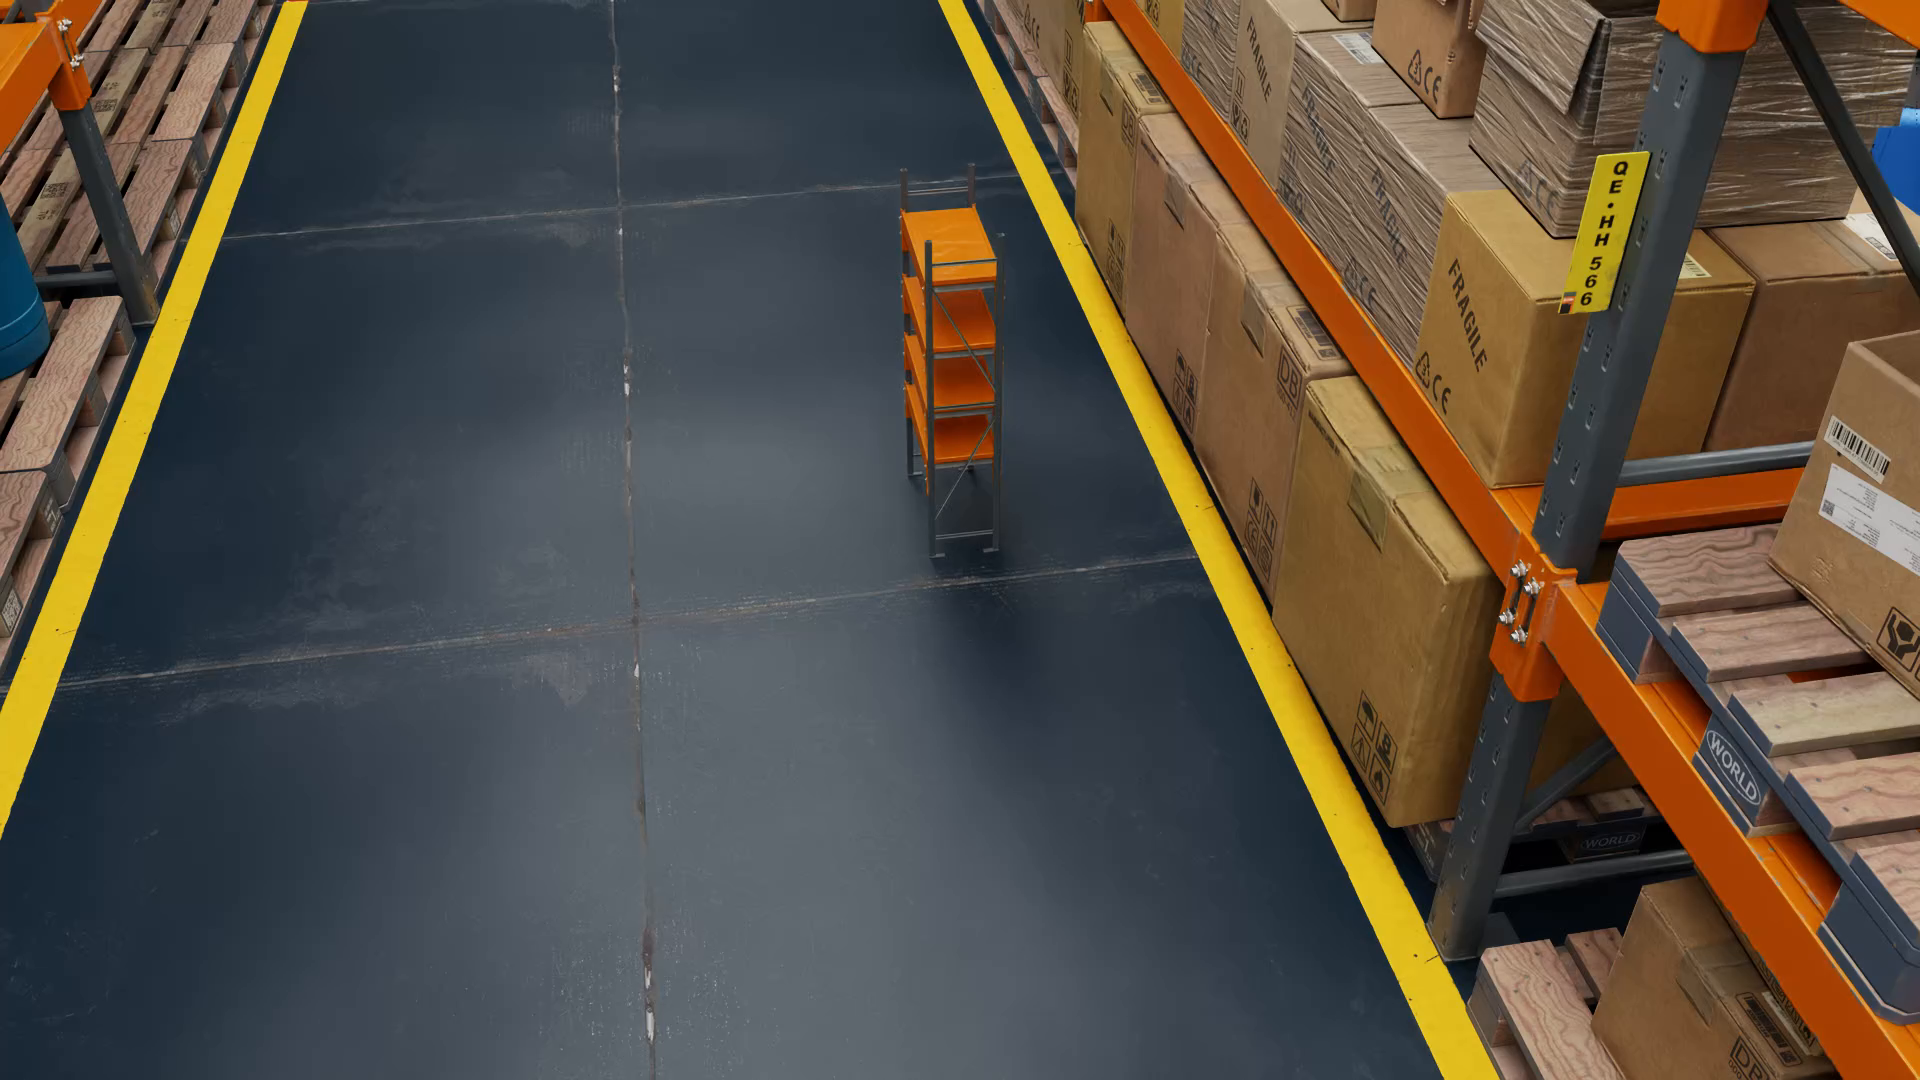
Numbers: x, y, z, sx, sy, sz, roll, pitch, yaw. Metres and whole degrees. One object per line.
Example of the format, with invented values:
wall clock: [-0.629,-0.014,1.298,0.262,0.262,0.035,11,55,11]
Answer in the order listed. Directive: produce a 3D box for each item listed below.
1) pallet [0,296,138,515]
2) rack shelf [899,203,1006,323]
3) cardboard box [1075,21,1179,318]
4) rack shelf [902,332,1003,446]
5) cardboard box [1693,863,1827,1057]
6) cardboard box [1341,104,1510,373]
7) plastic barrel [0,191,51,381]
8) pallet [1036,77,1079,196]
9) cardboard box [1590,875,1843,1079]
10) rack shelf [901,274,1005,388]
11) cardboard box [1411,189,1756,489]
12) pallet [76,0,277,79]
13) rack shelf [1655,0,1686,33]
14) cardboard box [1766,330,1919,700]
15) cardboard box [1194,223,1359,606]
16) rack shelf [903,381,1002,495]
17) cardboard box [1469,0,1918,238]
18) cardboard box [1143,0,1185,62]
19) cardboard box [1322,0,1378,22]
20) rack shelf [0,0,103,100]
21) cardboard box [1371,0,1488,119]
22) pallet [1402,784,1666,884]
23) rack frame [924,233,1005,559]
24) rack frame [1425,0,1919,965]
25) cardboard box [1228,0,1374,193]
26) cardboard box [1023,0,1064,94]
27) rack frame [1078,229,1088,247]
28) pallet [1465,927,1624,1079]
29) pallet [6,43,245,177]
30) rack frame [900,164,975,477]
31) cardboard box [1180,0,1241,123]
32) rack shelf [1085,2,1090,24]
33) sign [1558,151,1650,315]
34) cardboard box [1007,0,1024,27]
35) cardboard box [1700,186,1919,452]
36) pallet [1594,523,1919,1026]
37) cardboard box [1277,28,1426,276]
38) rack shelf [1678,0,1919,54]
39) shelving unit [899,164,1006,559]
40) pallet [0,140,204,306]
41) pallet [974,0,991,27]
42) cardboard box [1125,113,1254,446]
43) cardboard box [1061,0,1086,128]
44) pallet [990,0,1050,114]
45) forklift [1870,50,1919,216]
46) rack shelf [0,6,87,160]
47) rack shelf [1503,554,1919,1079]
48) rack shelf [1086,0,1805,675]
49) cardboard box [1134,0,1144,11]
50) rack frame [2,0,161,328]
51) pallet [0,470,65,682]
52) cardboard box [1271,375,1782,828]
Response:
pallet: [-3.743,-0.482,6.198,1.003,0.211,1.213,-6,38,-8]
rack shelf: [-0.029,-0.884,5.270,0.258,0.148,0.480,-6,38,-8]
cardboard box: [1.171,-1.529,6.662,1.225,0.875,0.875,-6,38,-8]
rack shelf: [-0.029,-0.521,5.552,0.258,0.148,0.480,-6,38,-8]
cardboard box: [1.887,0.748,3.409,0.500,0.250,0.500,-5,38,-6]
cardboard box: [1.328,-0.783,4.231,0.500,0.500,0.500,-7,38,-8]
plastic barrel: [-3.759,-1.060,6.038,0.600,0.901,0.708,-6,38,-8]
pallet: [0.982,-1.953,8.092,1.003,0.211,1.213,-6,38,-8]
cardboard box: [1.877,1.046,3.638,0.700,0.500,0.500,-8,39,-10]
rack shelf: [-0.029,-0.697,5.415,0.258,0.148,0.480,-6,38,-8]
cardboard box: [1.410,-0.481,3.843,0.500,0.500,0.500,-5,38,-7]
pallet: [-4.432,-2.866,9.267,1.003,0.211,1.213,-6,38,-8]
rack shelf: [1.389,-2.279,4.380,1.077,0.370,4.000,-6,38,-8]
cardboard box: [1.874,-0.054,2.950,0.500,0.500,0.500,-11,39,-14]
cardboard box: [1.491,-0.455,5.281,1.225,0.875,0.875,-6,38,-8]
rack shelf: [-0.029,-0.364,5.674,0.258,0.148,0.480,-6,38,-8]
cardboard box: [1.628,-1.049,3.756,0.797,0.503,0.637,-5,38,-6]
cardboard box: [0.962,-2.017,5.820,0.500,0.500,0.500,-6,38,-8]
cardboard box: [1.392,-1.848,4.784,0.797,0.503,0.637,-5,38,-6]
rack shelf: [-4.188,-2.977,7.724,1.077,0.370,4.000,-6,38,-8]
cardboard box: [1.516,-1.443,4.263,0.797,0.503,0.637,-5,38,-7]
pallet: [1.676,0.447,5.003,1.003,0.211,1.213,-6,38,-8]
rack frame: [0.014,-0.426,5.321,0.240,1.200,0.015,-6,38,-8]
rack frame: [1.740,-0.170,3.524,1.000,3.000,0.127,-6,38,-8]
cardboard box: [1.145,-1.404,5.030,0.500,0.500,0.500,-6,38,-7]
cardboard box: [0.844,-2.864,8.381,0.875,0.875,0.875,-6,38,-8]
rack frame: [1.039,-2.586,6.634,1.000,3.000,0.127,-6,38,-8]
pallet: [1.876,1.403,3.772,1.003,0.211,1.213,-6,38,-8]
pallet: [-4.222,-2.131,8.321,1.003,0.211,1.213,-6,38,-8]
rack frame: [-0.072,-0.721,5.700,0.240,1.200,0.015,-6,38,-8]
cardboard box: [1.050,-1.715,5.431,0.500,0.500,0.500,-7,38,-9]
rack shelf: [0.688,-3.510,8.410,1.077,0.370,4.000,-6,38,-8]
sign: [1.194,-0.566,3.090,0.100,0.325,0.005,-6,38,-8]
cardboard box: [0.688,-3.401,9.073,0.875,0.875,0.875,-6,38,-8]
cardboard box: [1.923,-0.533,3.909,0.500,0.500,0.500,-5,38,-7]
pallet: [1.970,0.324,3.044,1.213,0.211,1.003,-6,38,-8]
cardboard box: [1.234,-1.096,4.635,0.500,0.500,0.500,-7,38,-9]
rack shelf: [2.091,0.137,1.270,1.077,0.370,4.000,-6,38,-8]
shelving unit: [-0.029,-0.574,5.511,0.258,1.200,0.503,-6,38,-8]
pallet: [-4.005,-1.392,7.370,1.003,0.211,1.213,-6,38,-8]
pallet: [0.555,-3.427,9.989,1.003,0.211,1.213,-6,38,-8]
cardboard box: [1.328,-0.989,5.968,1.225,0.875,0.875,-7,38,-10]
cardboard box: [1.002,-2.320,7.681,0.875,0.875,0.875,-6,38,-8]
pallet: [0.765,-2.691,9.042,1.003,0.211,1.213,-6,38,-8]
forklift: [4.624,-1.824,5.708,3.031,2.935,1.130,17,41,20]
rack shelf: [-3.487,-0.561,4.614,1.077,0.370,4.000,-6,38,-8]
rack shelf: [2.091,1.322,2.190,1.077,0.370,4.000,-6,38,-8]
rack shelf: [1.389,-1.094,5.300,1.077,0.370,4.000,-6,38,-8]
cardboard box: [0.873,-2.321,6.211,0.500,0.500,0.500,-6,38,-8]
rack frame: [-3.838,-2.054,5.948,1.000,3.000,0.127,-6,38,-8]
pallet: [-3.526,0.257,5.248,1.003,0.211,1.213,-6,38,-8]
cardboard box: [1.640,0.084,4.587,1.225,0.875,0.875,-8,39,-10]
